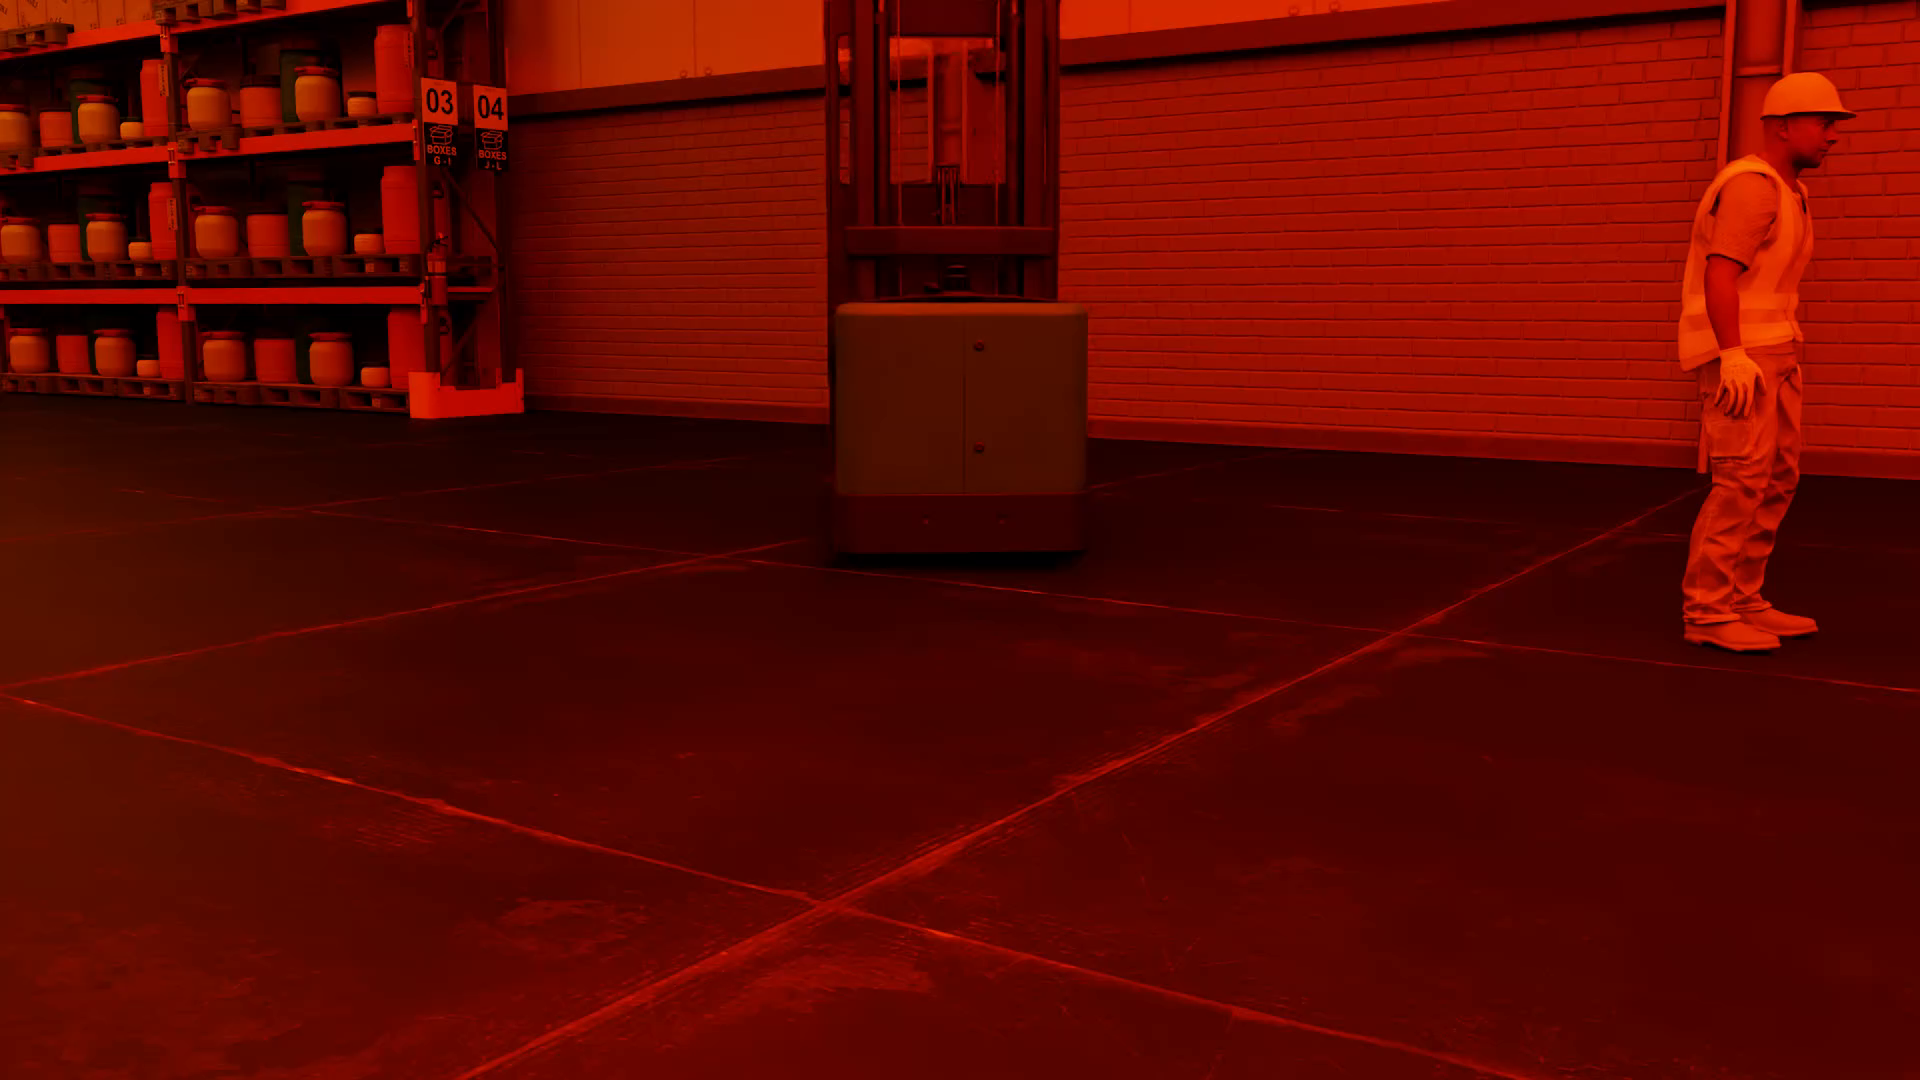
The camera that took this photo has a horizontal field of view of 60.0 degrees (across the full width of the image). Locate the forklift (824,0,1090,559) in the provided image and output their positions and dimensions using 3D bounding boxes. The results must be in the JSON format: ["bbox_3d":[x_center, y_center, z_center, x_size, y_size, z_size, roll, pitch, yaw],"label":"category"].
[{"bbox_3d":[-0.102,-1.541,8.030,1.130,2.935,3.031,-1,8,-5],"label":"forklift"}]

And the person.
[{"bbox_3d":[2.520,-0.559,5.248,0.449,1.772,0.616,7,11,41],"label":"person"}]
